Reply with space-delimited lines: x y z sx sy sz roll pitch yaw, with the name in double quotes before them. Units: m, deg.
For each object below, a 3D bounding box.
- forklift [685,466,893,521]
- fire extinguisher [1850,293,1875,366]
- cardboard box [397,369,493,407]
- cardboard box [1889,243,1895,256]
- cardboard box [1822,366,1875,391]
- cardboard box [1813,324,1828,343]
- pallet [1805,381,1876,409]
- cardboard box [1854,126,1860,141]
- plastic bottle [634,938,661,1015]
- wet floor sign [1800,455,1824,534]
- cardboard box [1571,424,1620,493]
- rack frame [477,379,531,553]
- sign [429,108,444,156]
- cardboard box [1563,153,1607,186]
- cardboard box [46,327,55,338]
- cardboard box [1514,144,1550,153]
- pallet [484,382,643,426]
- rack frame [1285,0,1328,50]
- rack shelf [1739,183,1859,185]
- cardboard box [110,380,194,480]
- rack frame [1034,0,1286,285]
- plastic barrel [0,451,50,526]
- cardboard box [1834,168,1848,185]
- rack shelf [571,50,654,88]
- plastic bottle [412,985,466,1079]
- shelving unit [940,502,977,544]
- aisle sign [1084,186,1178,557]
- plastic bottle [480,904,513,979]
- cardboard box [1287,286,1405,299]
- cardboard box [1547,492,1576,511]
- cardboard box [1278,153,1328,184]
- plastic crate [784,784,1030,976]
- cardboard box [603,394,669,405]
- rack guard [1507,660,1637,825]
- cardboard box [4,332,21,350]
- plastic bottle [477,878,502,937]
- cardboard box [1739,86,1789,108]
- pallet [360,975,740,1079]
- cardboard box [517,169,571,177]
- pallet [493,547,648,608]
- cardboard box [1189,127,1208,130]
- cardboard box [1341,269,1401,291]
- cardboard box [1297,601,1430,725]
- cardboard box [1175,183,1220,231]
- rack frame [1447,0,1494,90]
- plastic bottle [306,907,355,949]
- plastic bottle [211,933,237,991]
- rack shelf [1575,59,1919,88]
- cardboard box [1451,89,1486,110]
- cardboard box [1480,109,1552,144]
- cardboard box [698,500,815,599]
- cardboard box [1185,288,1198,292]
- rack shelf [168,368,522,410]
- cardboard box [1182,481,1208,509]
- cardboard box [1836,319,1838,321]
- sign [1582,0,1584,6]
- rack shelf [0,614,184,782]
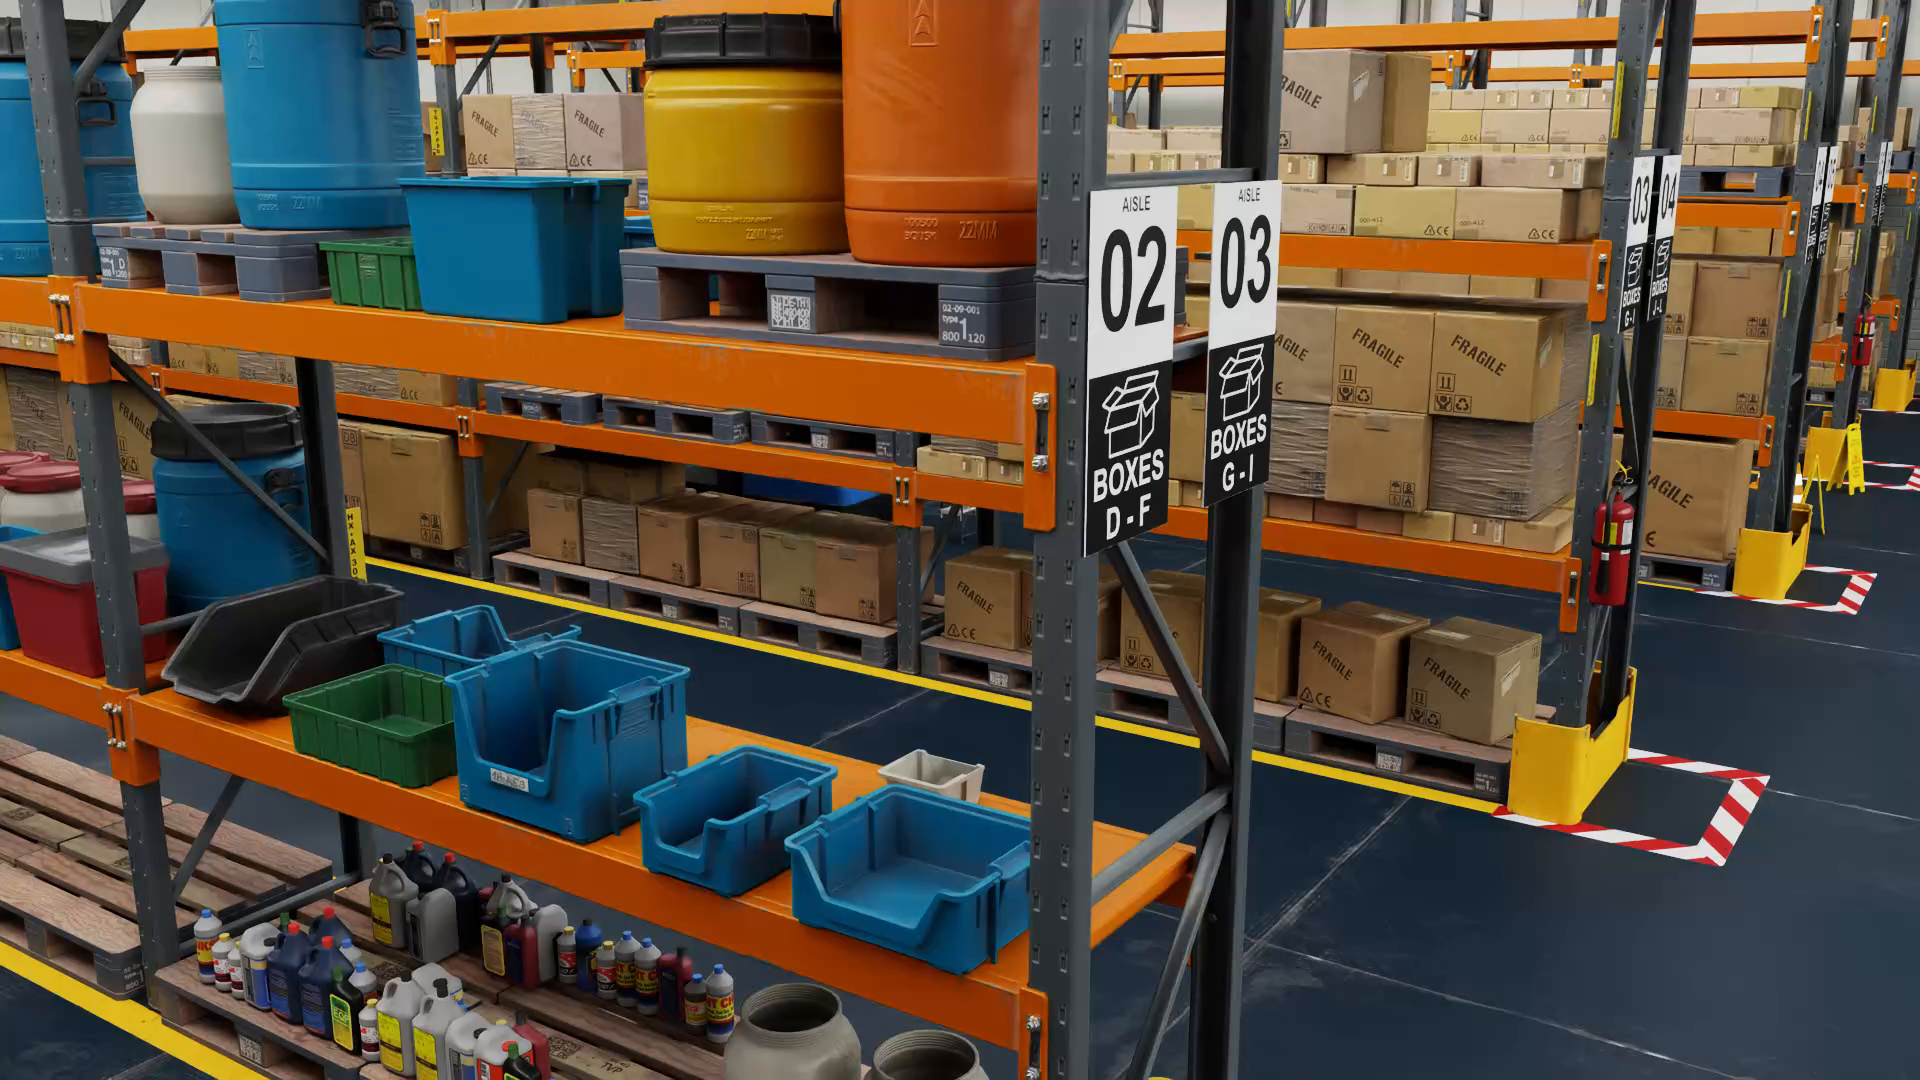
"forklift" -3.888 -0.974 11.658 3.443 2.935 8.118 8 16 29
"fire extinguisher" 8.623 -2.010 15.860 0.183 0.674 0.296 9 17 33
"cardboard box" -3.931 -1.317 12.691 0.500 0.500 0.500 10 17 35
"cardboard box" 11.416 -3.605 20.587 0.250 0.149 0.380 9 16 31
"cardboard box" 10.986 -2.014 20.564 0.500 0.250 0.500 9 17 33
"cardboard box" 8.356 -2.040 16.344 0.250 0.149 0.380 10 17 35
"pallet" 10.895 -1.885 20.999 1.213 0.211 1.003 9 17 33
"cardboard box" 8.604 -3.964 16.215 0.250 0.149 0.380 9 17 32
"plastic bottle" -1.125 1.569 6.006 0.097 0.271 0.097 0 14 0
"wet floor sign" 7.236 -0.402 14.104 0.232 0.644 0.267 6 15 23
"cardboard box" 4.776 -0.522 13.236 0.875 0.875 0.875 9 16 32
"rack frame" -3.382 -1.252 12.638 0.053 2.616 0.949 9 17 33
"sign" -3.700 -2.887 11.761 0.005 0.325 0.100 9 17 33
"cardboard box" 3.155 -1.838 8.247 0.250 0.149 0.380 9 17 32
"cardboard box" -8.070 -2.004 15.368 0.500 0.250 0.500 10 17 34
"cardboard box" 4.376 -2.922 12.583 0.250 0.149 0.380 9 17 33
"pallet" -2.733 -1.084 12.358 1.003 0.211 1.213 9 17 33
"rack frame" 2.788 -4.602 13.688 0.127 3.000 1.000 9 17 33
"rack shelf" 7.126 -3.624 17.070 3.809 0.124 0.919 9 17 33
"cardboard box" -7.206 -1.065 15.430 0.875 0.875 0.875 9 17 33
"rack frame" 0.490 -2.103 3.591 0.127 3.000 1.000 9 17 33
"plastic barrel" -4.468 -0.122 7.790 0.433 0.535 0.433 0 14 0
"cardboard box" 8.333 -3.481 15.922 0.250 0.149 0.380 9 17 33
"rack shelf" -2.191 -4.864 17.073 4.000 0.370 1.077 9 17 33
"plastic bottle" -1.727 1.643 5.540 0.185 0.351 0.144 10 17 35
"shelving unit" 5.694 -2.375 16.771 5.845 3.194 12.311 9 17 33
"aisle sign" 0.384 -0.384 3.722 0.004 0.787 0.394 9 17 33
"plastic bottle" -1.742 1.500 6.261 0.133 0.283 0.061 9 17 33
"cardboard box" 2.124 -1.120 9.198 0.500 0.500 0.500 9 17 33
"cardboard box" 3.151 -0.142 8.678 0.250 0.149 0.380 9 17 33
"cardboard box" 1.774 -1.906 8.521 0.250 0.149 0.380 8 16 30
"plastic crate" -0.092 0.874 4.360 0.616 0.251 0.499 9 17 33
"cardboard box" -2.121 -1.112 11.510 0.500 0.250 0.500 9 16 31
"rack guard" 3.191 1.025 8.643 0.348 0.500 1.175 9 17 33
"cardboard box" -8.843 -1.917 15.847 0.250 0.149 0.380 9 16 32
"plastic bottle" -1.816 1.446 6.477 0.133 0.283 0.061 11 17 37
"cardboard box" 5.638 -3.105 11.663 0.250 0.149 0.380 9 17 33
"pallet" 0.763 0.567 7.171 2.714 2.096 6.086 9 17 33
"cardboard box" -2.710 -2.452 11.555 0.500 0.250 0.500 10 17 34
"pallet" -9.160 1.309 8.095 6.755 0.211 15.783 9 17 33
"cardboard box" 3.598 -6.066 24.708 0.250 0.149 0.380 9 16 32
"cardboard box" 3.596 -2.180 13.829 0.550 0.550 0.875 9 17 33
"cardboard box" 2.231 0.671 9.200 0.500 0.500 0.500 -12 18 -39
"cardboard box" 1.456 -1.779 8.837 0.500 0.250 0.500 9 16 32
"rack frame" 5.466 -5.603 17.730 0.127 3.000 1.000 9 17 33
"plastic bottle" -2.310 1.507 6.089 0.185 0.351 0.144 9 17 33
"plastic bottle" -2.725 1.561 6.182 0.097 0.201 0.097 0 14 0
"rack shelf" 9.893 -5.782 20.781 4.000 0.370 1.077 9 17 33
"cardboard box" 3.957 -3.377 12.761 0.250 0.149 0.380 9 17 33
"cardboard box" 4.296 -3.146 12.659 0.500 0.250 0.500 9 17 33
"cardboard box" -1.412 0.056 11.642 0.500 0.500 0.700 8 16 28
"cardboard box" 0.997 -1.148 9.311 0.500 0.500 0.500 9 17 33
"rack shelf" -5.043 -1.265 13.782 3.809 0.124 0.919 9 17 33
"cardboard box" 1.431 -0.281 9.239 0.250 0.149 0.380 9 17 33
"cardboard box" 10.843 -2.668 21.124 0.500 0.250 0.500 9 17 33
"sign" 7.940 -6.975 21.165 0.005 0.325 0.100 9 17 33
"rack shelf" -4.488 0.354 7.649 4.000 0.370 1.077 9 17 33
